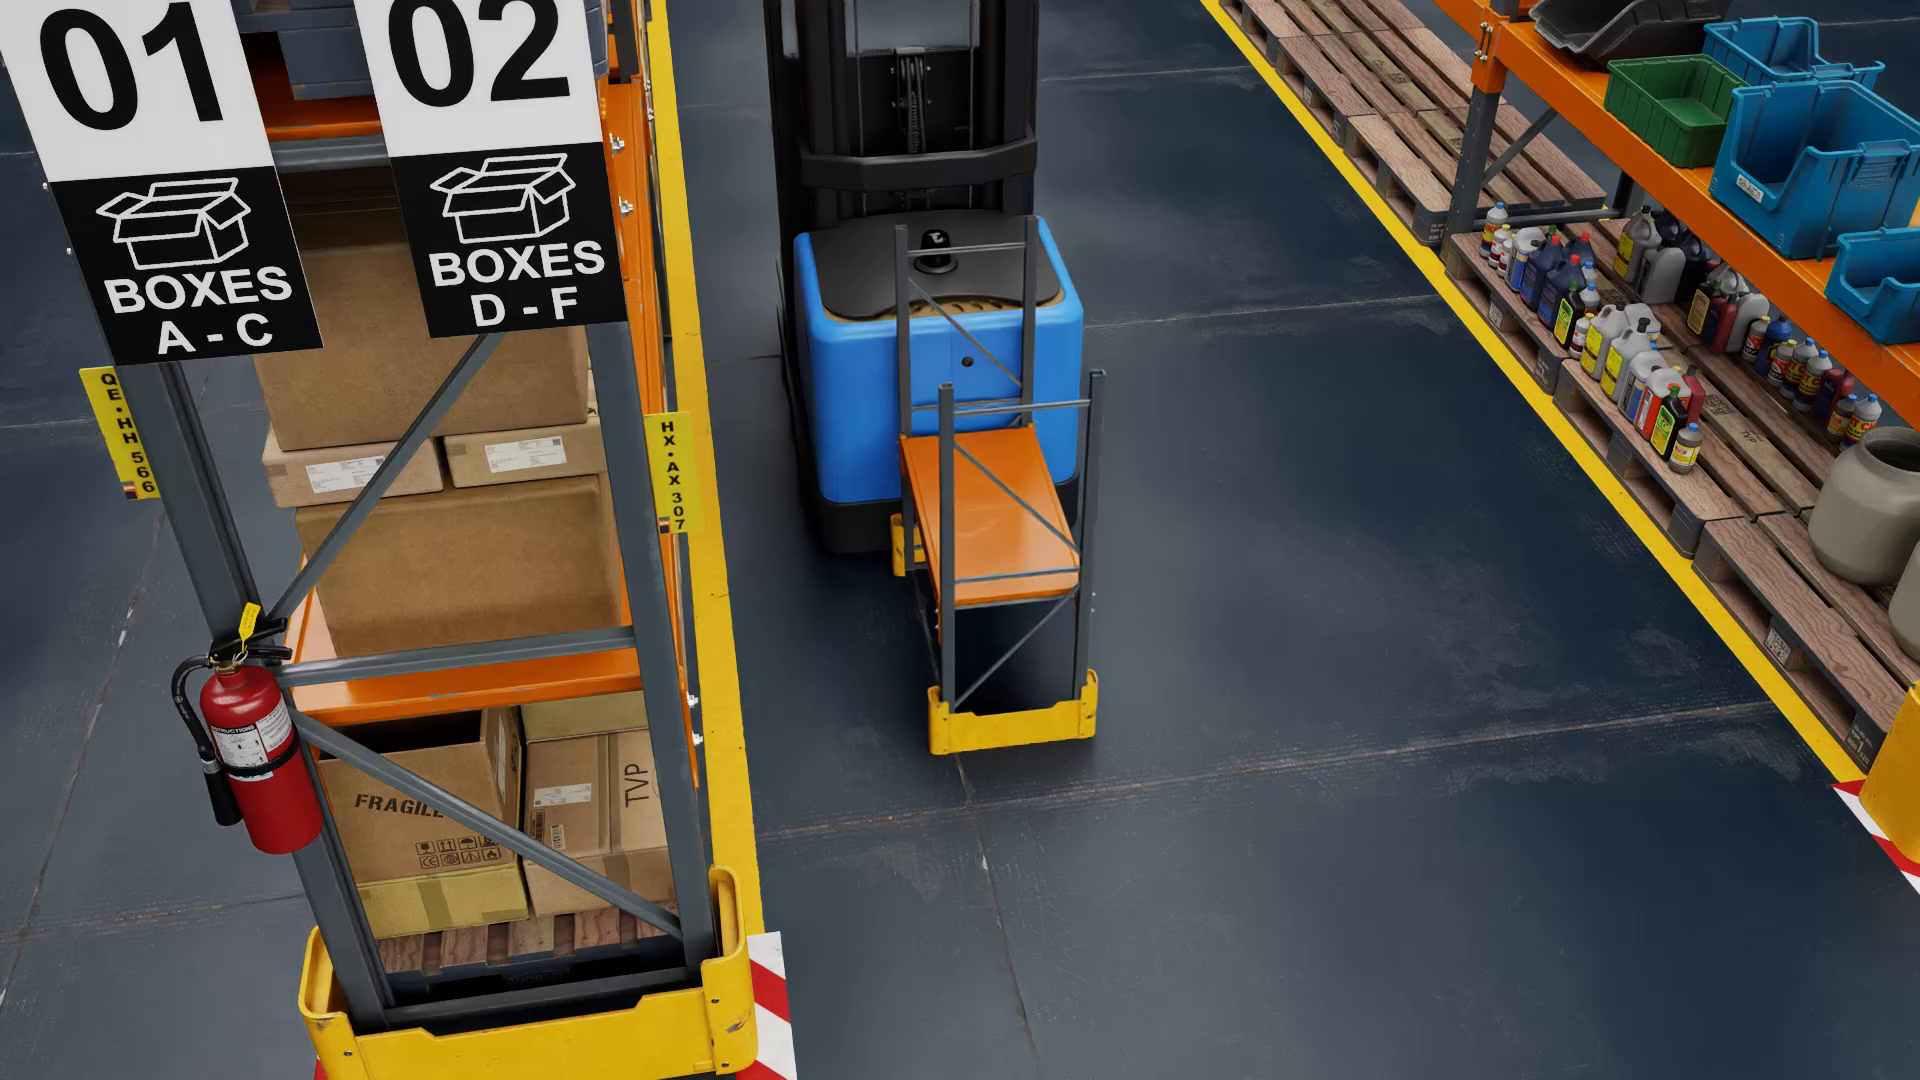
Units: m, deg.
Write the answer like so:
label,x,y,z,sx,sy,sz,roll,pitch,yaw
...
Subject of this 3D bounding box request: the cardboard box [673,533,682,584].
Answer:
label,x,y,z,sx,sy,sz,roll,pitch,yaw
cardboard box,-1.323,-0.053,6.272,0.500,0.250,0.500,-6,38,-8

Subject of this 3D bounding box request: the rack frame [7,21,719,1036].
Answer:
label,x,y,z,sx,sy,sz,roll,pitch,yaw
rack frame,-1.187,0.281,3.943,1.000,3.000,0.127,-6,38,-8

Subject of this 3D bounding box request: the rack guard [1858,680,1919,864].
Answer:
label,x,y,z,sx,sy,sz,roll,pitch,yaw
rack guard,3.631,0.697,5.445,1.175,0.500,0.348,-6,38,-8

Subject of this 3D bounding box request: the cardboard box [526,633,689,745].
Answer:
label,x,y,z,sx,sy,sz,roll,pitch,yaw
cardboard box,-1.153,0.552,5.493,0.500,0.250,0.500,-6,38,-8

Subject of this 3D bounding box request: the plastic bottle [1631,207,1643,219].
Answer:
label,x,y,z,sx,sy,sz,roll,pitch,yaw
plastic bottle,3.360,-1.548,8.220,0.097,0.201,0.097,0,38,0

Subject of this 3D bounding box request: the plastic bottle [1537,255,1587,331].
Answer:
label,x,y,z,sx,sy,sz,roll,pitch,yaw
plastic bottle,2.755,-1.147,7.581,0.144,0.351,0.185,-8,39,-10

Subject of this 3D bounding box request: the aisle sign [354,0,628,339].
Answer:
label,x,y,z,sx,sy,sz,roll,pitch,yaw
aisle sign,-0.874,-0.738,3.137,0.394,0.787,0.004,-6,38,-8

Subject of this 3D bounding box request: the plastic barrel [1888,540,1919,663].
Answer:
label,x,y,z,sx,sy,sz,roll,pitch,yaw
plastic barrel,3.500,0.178,5.761,0.421,0.512,0.421,0,38,0

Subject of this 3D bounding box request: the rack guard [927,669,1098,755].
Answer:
label,x,y,z,sx,sy,sz,roll,pitch,yaw
rack guard,0.182,0.598,5.777,0.587,0.250,0.087,-6,38,-7

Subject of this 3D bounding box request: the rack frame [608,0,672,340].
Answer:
label,x,y,z,sx,sy,sz,roll,pitch,yaw
rack frame,-1.888,-2.135,7.053,1.000,3.000,0.127,-6,38,-8

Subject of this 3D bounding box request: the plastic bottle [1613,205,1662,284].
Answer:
label,x,y,z,sx,sy,sz,roll,pitch,yaw
plastic bottle,3.244,-1.419,7.932,0.144,0.351,0.185,-6,38,-8

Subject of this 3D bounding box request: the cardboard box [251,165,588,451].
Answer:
label,x,y,z,sx,sy,sz,roll,pitch,yaw
cardboard box,-1.265,-0.586,3.920,0.700,0.500,0.500,-6,38,-8

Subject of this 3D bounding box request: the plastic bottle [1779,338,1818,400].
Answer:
label,x,y,z,sx,sy,sz,roll,pitch,yaw
plastic bottle,3.602,-0.741,7.125,0.097,0.271,0.097,0,38,0

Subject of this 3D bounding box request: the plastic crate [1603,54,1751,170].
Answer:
label,x,y,z,sx,sy,sz,roll,pitch,yaw
plastic crate,2.949,-1.731,6.706,0.450,0.188,0.662,-6,38,-8

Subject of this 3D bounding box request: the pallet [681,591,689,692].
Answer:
label,x,y,z,sx,sy,sz,roll,pitch,yaw
pallet,-1.572,0.190,6.333,1.003,0.211,1.213,-6,38,-8

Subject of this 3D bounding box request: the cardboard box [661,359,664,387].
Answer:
label,x,y,z,sx,sy,sz,roll,pitch,yaw
cardboard box,-1.513,-0.655,7.047,0.500,0.250,0.500,-6,38,-8

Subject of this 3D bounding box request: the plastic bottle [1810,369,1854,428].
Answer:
label,x,y,z,sx,sy,sz,roll,pitch,yaw
plastic bottle,3.658,-0.617,6.955,0.061,0.283,0.133,-6,38,-7

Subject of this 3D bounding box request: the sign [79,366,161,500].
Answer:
label,x,y,z,sx,sy,sz,roll,pitch,yaw
sign,-1.723,-0.219,3.451,0.100,0.325,0.005,-6,38,-8

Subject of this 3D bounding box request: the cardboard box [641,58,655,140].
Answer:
label,x,y,z,sx,sy,sz,roll,pitch,yaw
cardboard box,-1.890,-2.328,8.743,0.500,0.311,0.500,-7,38,-9

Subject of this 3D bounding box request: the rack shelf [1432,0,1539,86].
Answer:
label,x,y,z,sx,sy,sz,roll,pitch,yaw
rack shelf,2.639,-3.589,9.511,1.077,0.370,4.000,-6,38,-8

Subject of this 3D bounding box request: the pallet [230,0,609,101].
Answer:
label,x,y,z,sx,sy,sz,roll,pitch,yaw
pallet,-1.285,-1.298,3.603,1.003,0.211,1.213,-6,38,-8

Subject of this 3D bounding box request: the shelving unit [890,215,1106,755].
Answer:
label,x,y,z,sx,sy,sz,roll,pitch,yaw
shelving unit,0.103,-0.197,5.781,0.587,1.500,1.083,-6,38,-7

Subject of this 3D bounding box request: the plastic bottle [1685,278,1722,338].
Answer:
label,x,y,z,sx,sy,sz,roll,pitch,yaw
plastic bottle,3.380,-1.071,7.539,0.061,0.283,0.133,-6,38,-8

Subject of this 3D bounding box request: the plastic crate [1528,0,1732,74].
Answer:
label,x,y,z,sx,sy,sz,roll,pitch,yaw
plastic crate,2.956,-2.311,7.330,0.767,0.338,0.504,-6,38,-8

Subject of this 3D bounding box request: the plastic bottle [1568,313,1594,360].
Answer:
label,x,y,z,sx,sy,sz,roll,pitch,yaw
plastic bottle,2.782,-0.914,7.404,0.097,0.201,0.097,0,38,0

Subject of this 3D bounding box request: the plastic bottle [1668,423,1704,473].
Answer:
label,x,y,z,sx,sy,sz,roll,pitch,yaw
plastic bottle,2.937,-0.380,6.716,0.097,0.201,0.097,0,38,0

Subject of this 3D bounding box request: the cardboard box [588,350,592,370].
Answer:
label,x,y,z,sx,sy,sz,roll,pitch,yaw
cardboard box,-1.092,-0.434,4.253,0.380,0.149,0.250,-7,38,-9

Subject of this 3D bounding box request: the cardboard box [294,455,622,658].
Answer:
label,x,y,z,sx,sy,sz,roll,pitch,yaw
cardboard box,-1.256,-0.041,4.277,0.700,0.500,0.500,-6,38,-8

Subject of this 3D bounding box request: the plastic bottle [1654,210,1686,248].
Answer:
label,x,y,z,sx,sy,sz,roll,pitch,yaw
plastic bottle,3.386,-1.435,7.952,0.144,0.351,0.185,-7,38,-9

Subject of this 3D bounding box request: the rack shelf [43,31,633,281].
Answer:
label,x,y,z,sx,sy,sz,roll,pitch,yaw
rack shelf,-1.537,-1.827,4.798,1.077,0.370,4.000,-6,38,-8

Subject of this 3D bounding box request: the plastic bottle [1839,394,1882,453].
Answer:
label,x,y,z,sx,sy,sz,roll,pitch,yaw
plastic bottle,3.680,-0.474,6.780,0.097,0.271,0.097,0,38,0

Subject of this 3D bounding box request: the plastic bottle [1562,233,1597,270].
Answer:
label,x,y,z,sx,sy,sz,roll,pitch,yaw
plastic bottle,2.864,-1.276,7.748,0.144,0.351,0.185,-6,38,-8

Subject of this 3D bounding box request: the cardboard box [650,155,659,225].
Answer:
label,x,y,z,sx,sy,sz,roll,pitch,yaw
cardboard box,-1.715,-1.712,7.951,0.500,0.311,0.500,-6,38,-8

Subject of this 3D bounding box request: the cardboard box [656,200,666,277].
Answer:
label,x,y,z,sx,sy,sz,roll,pitch,yaw
cardboard box,-1.715,-1.485,8.115,0.500,0.250,0.500,-7,38,-9

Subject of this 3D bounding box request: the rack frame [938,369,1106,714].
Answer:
label,x,y,z,sx,sy,sz,roll,pitch,yaw
rack frame,0.185,0.116,5.378,0.500,1.500,0.032,-6,38,-7

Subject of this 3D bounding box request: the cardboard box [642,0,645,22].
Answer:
label,x,y,z,sx,sy,sz,roll,pitch,yaw
cardboard box,-2.257,-3.339,10.502,0.500,0.250,0.500,-5,38,-7

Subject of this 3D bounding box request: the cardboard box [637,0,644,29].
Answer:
label,x,y,z,sx,sy,sz,roll,pitch,yaw
cardboard box,-2.072,-2.944,9.536,0.500,0.311,0.500,-6,38,-8

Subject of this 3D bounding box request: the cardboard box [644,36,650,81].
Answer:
label,x,y,z,sx,sy,sz,roll,pitch,yaw
cardboard box,-2.078,-2.724,9.710,0.500,0.250,0.500,-5,38,-7

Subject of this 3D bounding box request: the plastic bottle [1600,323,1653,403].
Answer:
label,x,y,z,sx,sy,sz,roll,pitch,yaw
plastic bottle,2.863,-0.777,7.106,0.144,0.351,0.185,-5,38,-6

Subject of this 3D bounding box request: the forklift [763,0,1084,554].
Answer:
label,x,y,z,sx,sy,sz,roll,pitch,yaw
forklift,-0.269,-2.004,6.941,1.130,2.935,3.031,-6,38,-7

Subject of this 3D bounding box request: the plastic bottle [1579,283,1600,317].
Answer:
label,x,y,z,sx,sy,sz,roll,pitch,yaw
plastic bottle,2.818,-1.030,7.497,0.097,0.271,0.097,0,38,0

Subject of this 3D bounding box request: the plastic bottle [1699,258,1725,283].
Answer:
label,x,y,z,sx,sy,sz,roll,pitch,yaw
plastic bottle,3.489,-1.198,7.703,0.061,0.283,0.133,-4,38,-5

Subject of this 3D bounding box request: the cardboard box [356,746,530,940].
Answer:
label,x,y,z,sx,sy,sz,roll,pitch,yaw
cardboard box,-1.572,0.909,5.034,0.500,0.250,0.500,-6,38,-8

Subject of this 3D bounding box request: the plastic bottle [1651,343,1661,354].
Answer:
label,x,y,z,sx,sy,sz,roll,pitch,yaw
plastic bottle,2.974,-0.758,7.203,0.097,0.201,0.097,0,38,0

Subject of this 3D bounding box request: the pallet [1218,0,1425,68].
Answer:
label,x,y,z,sx,sy,sz,roll,pitch,yaw
pallet,2.386,-3.508,11.093,1.003,0.211,1.213,-6,38,-8

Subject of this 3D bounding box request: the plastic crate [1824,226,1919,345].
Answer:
label,x,y,z,sx,sy,sz,roll,pitch,yaw
plastic crate,3.200,-0.853,5.525,0.499,0.251,0.408,-6,38,-8

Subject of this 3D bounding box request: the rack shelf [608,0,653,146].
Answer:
label,x,y,z,sx,sy,sz,roll,pitch,yaw
rack shelf,-2.239,-3.058,8.828,1.077,0.370,4.000,-6,38,-8

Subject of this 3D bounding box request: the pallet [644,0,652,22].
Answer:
label,x,y,z,sx,sy,sz,roll,pitch,yaw
pallet,-2.683,-3.904,11.604,1.003,0.211,1.213,-6,38,-8

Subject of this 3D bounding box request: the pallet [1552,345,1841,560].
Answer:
label,x,y,z,sx,sy,sz,roll,pitch,yaw
pallet,3.283,-0.415,7.113,1.003,0.211,1.213,-6,38,-8

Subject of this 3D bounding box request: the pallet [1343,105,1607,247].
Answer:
label,x,y,z,sx,sy,sz,roll,pitch,yaw
pallet,2.813,-2.034,9.196,1.003,0.211,1.213,-6,38,-8

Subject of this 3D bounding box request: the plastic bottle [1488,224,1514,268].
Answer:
label,x,y,z,sx,sy,sz,roll,pitch,yaw
plastic bottle,2.631,-1.433,8.072,0.097,0.201,0.097,0,38,0

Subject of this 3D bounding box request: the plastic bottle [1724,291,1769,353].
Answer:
label,x,y,z,sx,sy,sz,roll,pitch,yaw
plastic bottle,3.501,-0.996,7.448,0.152,0.276,0.135,-6,38,-7

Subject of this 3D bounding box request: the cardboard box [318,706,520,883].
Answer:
label,x,y,z,sx,sy,sz,roll,pitch,yaw
cardboard box,-1.574,0.613,4.803,0.500,0.500,0.500,-6,38,-8

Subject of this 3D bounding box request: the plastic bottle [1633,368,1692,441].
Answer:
label,x,y,z,sx,sy,sz,roll,pitch,yaw
plastic bottle,2.920,-0.565,6.893,0.152,0.276,0.135,-6,38,-8

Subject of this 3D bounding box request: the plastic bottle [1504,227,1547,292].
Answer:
label,x,y,z,sx,sy,sz,roll,pitch,yaw
plastic bottle,2.697,-1.331,7.880,0.152,0.276,0.135,-5,38,-6

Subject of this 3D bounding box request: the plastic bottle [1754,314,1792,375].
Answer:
label,x,y,z,sx,sy,sz,roll,pitch,yaw
plastic bottle,3.566,-0.864,7.282,0.097,0.271,0.097,0,38,0
